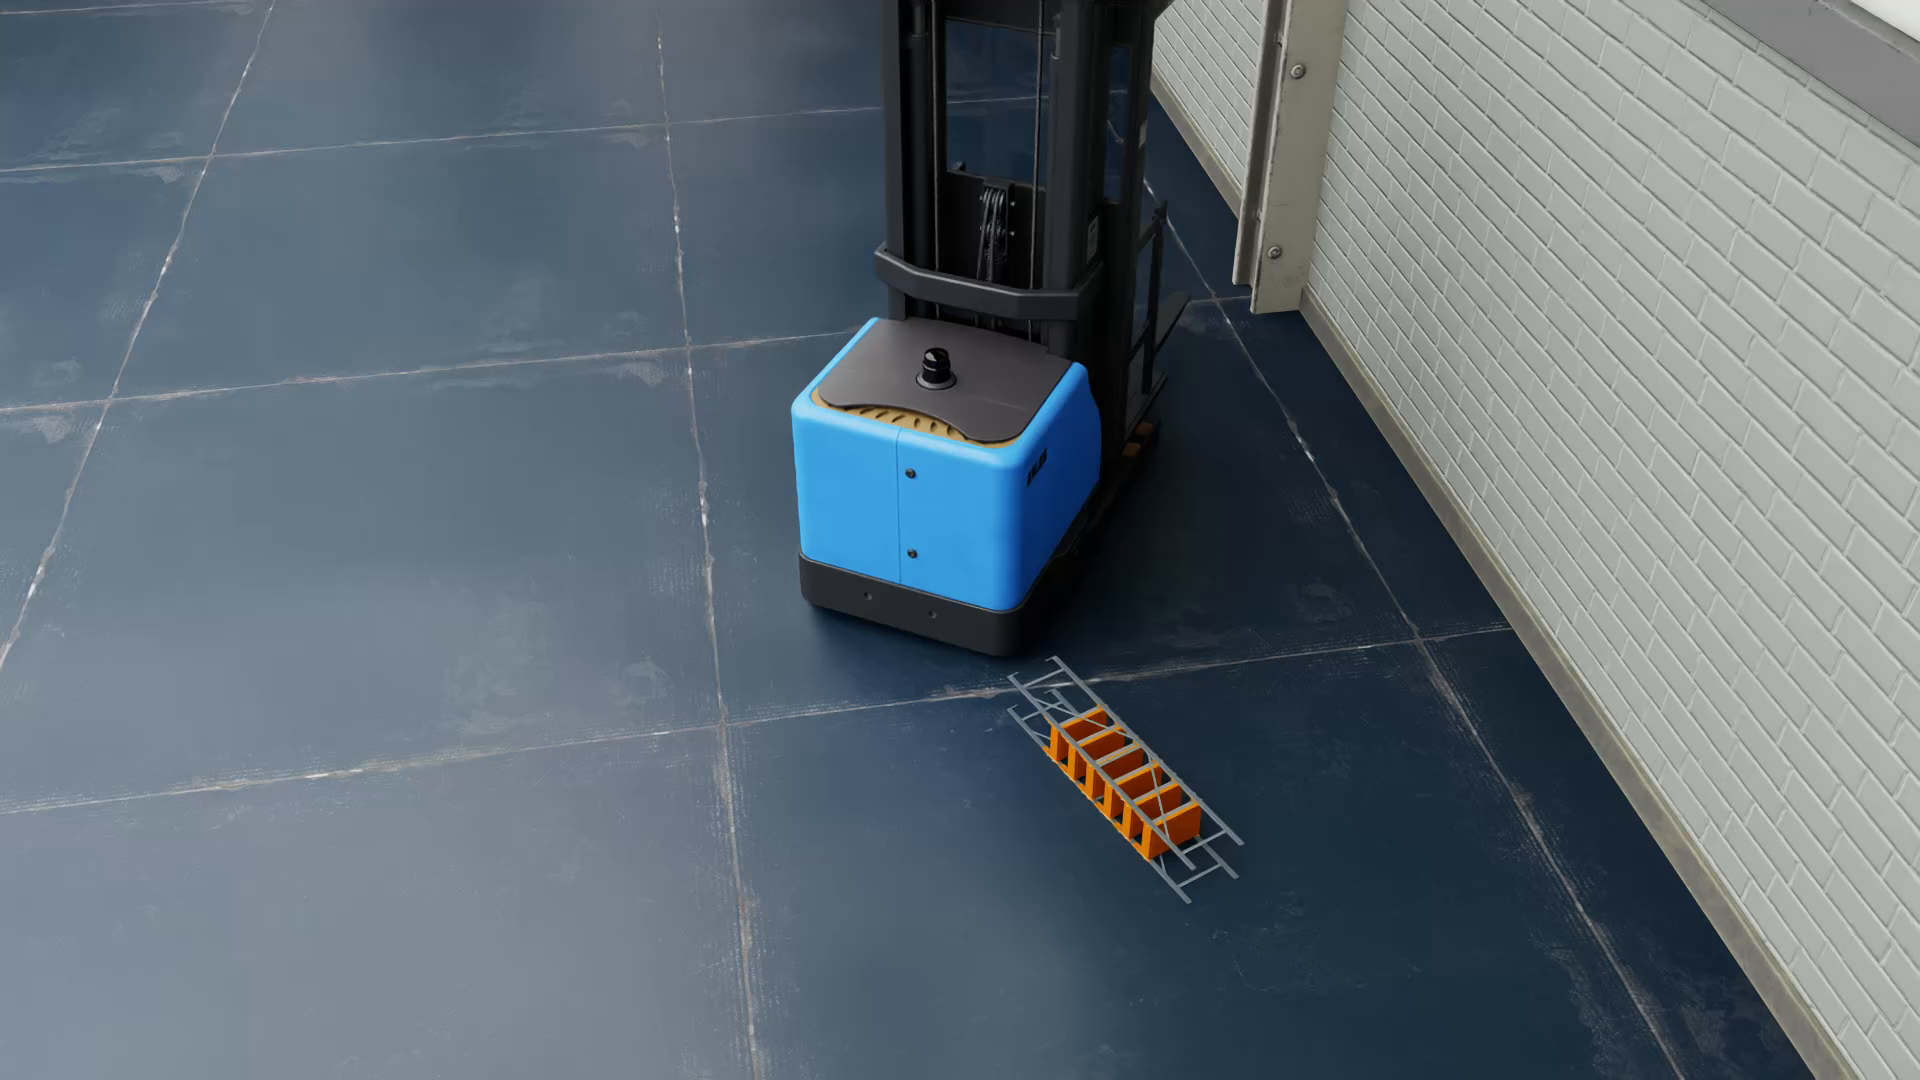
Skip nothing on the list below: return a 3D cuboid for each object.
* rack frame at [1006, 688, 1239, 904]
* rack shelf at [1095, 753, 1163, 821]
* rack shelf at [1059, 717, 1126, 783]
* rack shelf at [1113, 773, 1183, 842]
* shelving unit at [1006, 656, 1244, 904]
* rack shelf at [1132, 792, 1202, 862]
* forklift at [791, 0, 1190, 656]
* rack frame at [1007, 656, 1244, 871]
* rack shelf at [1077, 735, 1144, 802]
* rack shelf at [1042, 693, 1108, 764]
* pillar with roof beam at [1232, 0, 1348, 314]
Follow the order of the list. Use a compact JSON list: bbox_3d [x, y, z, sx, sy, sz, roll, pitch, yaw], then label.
[{"bbox_3d":[0.611,0.971,6.491,0.240,0.006,1.200,-21,43,-25],"label":"rack frame"},{"bbox_3d":[0.651,0.938,6.384,0.258,0.180,0.103,-21,43,-25],"label":"rack shelf"},{"bbox_3d":[0.524,0.814,6.545,0.258,0.180,0.103,-21,43,-25],"label":"rack shelf"},{"bbox_3d":[0.715,1.001,6.304,0.258,0.180,0.103,-21,43,-25],"label":"rack shelf"},{"bbox_3d":[0.611,0.899,6.435,0.258,0.189,1.200,-21,43,-25],"label":"shelving unit"},{"bbox_3d":[0.779,1.063,6.224,0.258,0.180,0.103,-21,43,-25],"label":"rack shelf"},{"bbox_3d":[0.349,-1.570,7.381,1.130,2.935,3.031,15,40,18],"label":"forklift"},{"bbox_3d":[0.611,0.827,6.379,0.240,0.006,1.200,-21,43,-25],"label":"rack frame"},{"bbox_3d":[0.588,0.876,6.465,0.258,0.180,0.103,-21,43,-25],"label":"rack shelf"},{"bbox_3d":[0.460,0.751,6.625,0.258,0.180,0.103,-21,43,-25],"label":"rack shelf"},{"bbox_3d":[-2.467,-4.504,6.212,9.100,9.000,0.400,-6,38,-8],"label":"pillar with roof beam"}]
